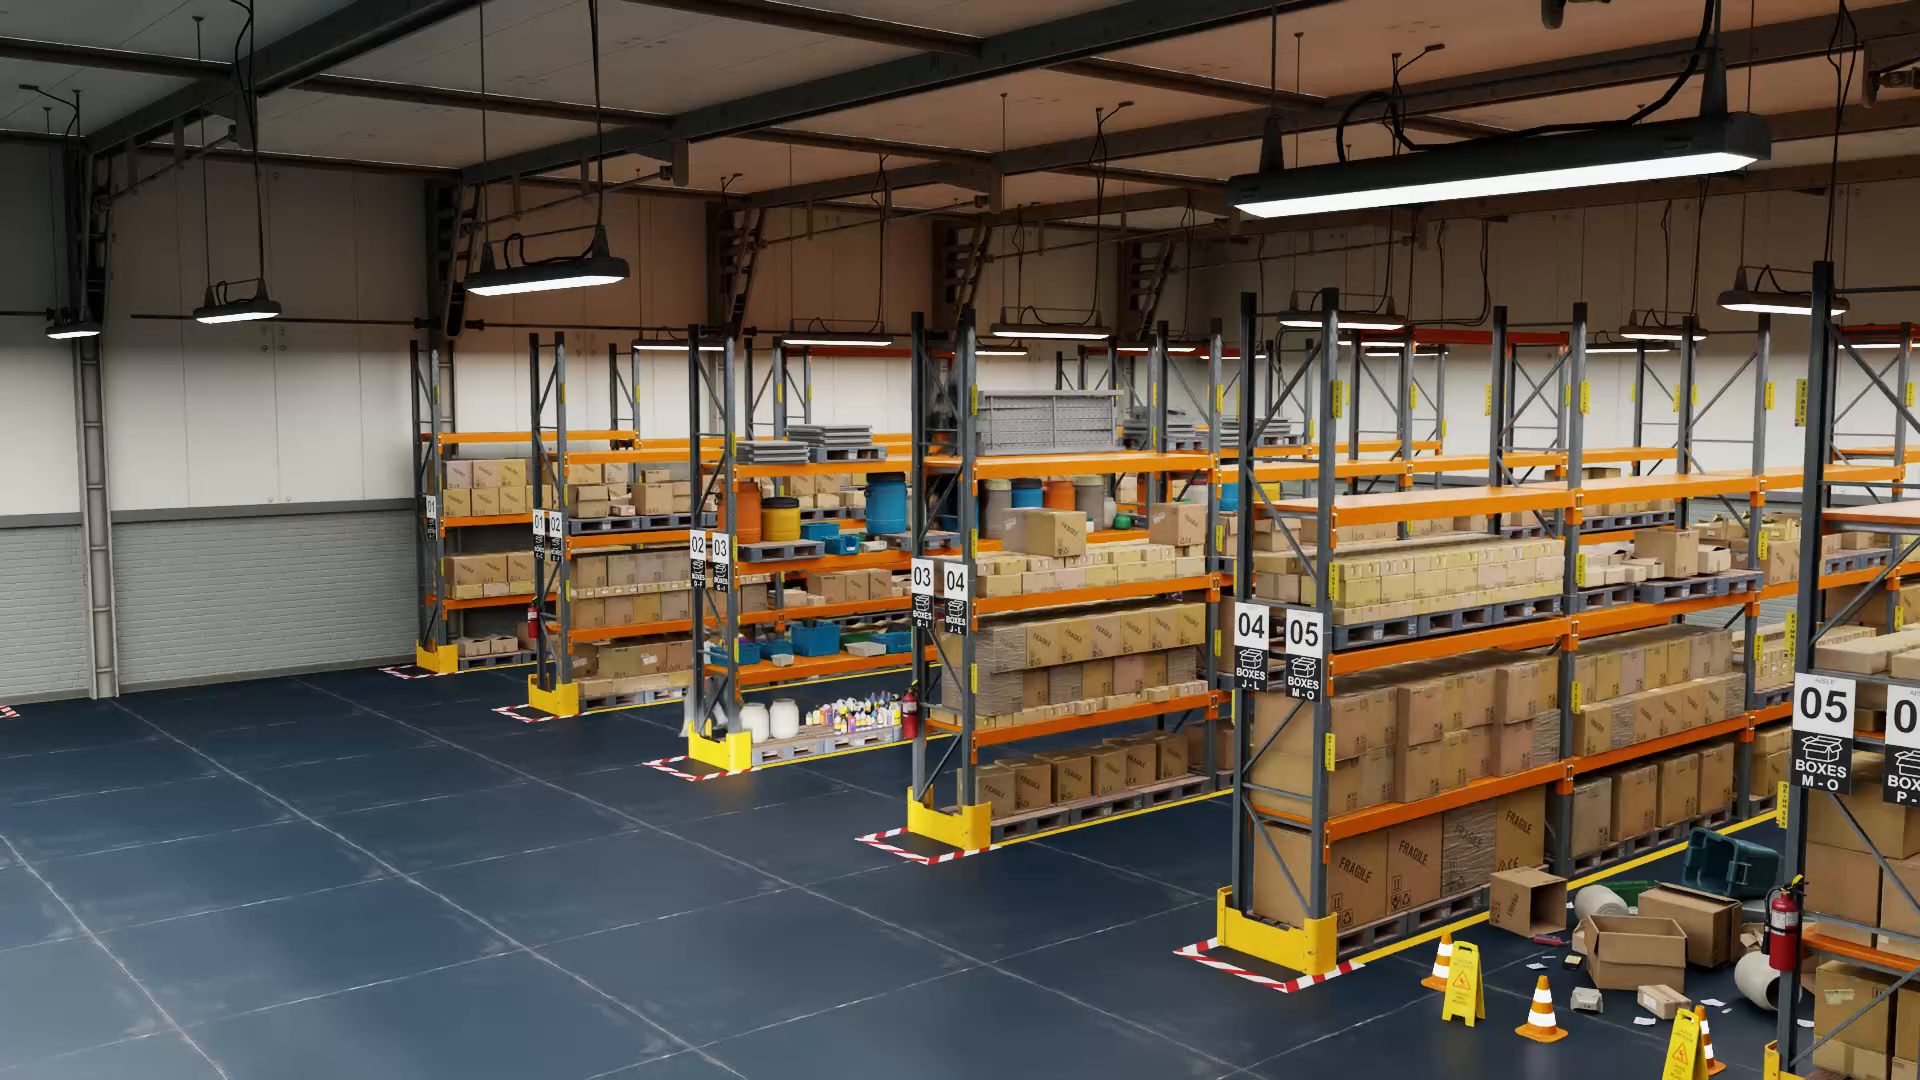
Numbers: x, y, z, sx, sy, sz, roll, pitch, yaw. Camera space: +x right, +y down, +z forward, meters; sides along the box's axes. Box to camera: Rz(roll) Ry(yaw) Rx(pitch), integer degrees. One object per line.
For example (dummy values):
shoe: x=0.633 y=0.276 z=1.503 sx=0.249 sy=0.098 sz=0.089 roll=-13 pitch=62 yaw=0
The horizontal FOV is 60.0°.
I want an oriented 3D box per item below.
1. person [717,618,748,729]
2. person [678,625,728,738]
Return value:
person: x=-3.444 y=1.990 z=25.074 sx=0.594 sy=1.726 sz=0.730 roll=-5 pitch=7 yaw=-44
person: x=-3.724 y=2.080 z=24.542 sx=0.780 sy=1.731 sz=0.574 roll=-5 pitch=7 yaw=-43
